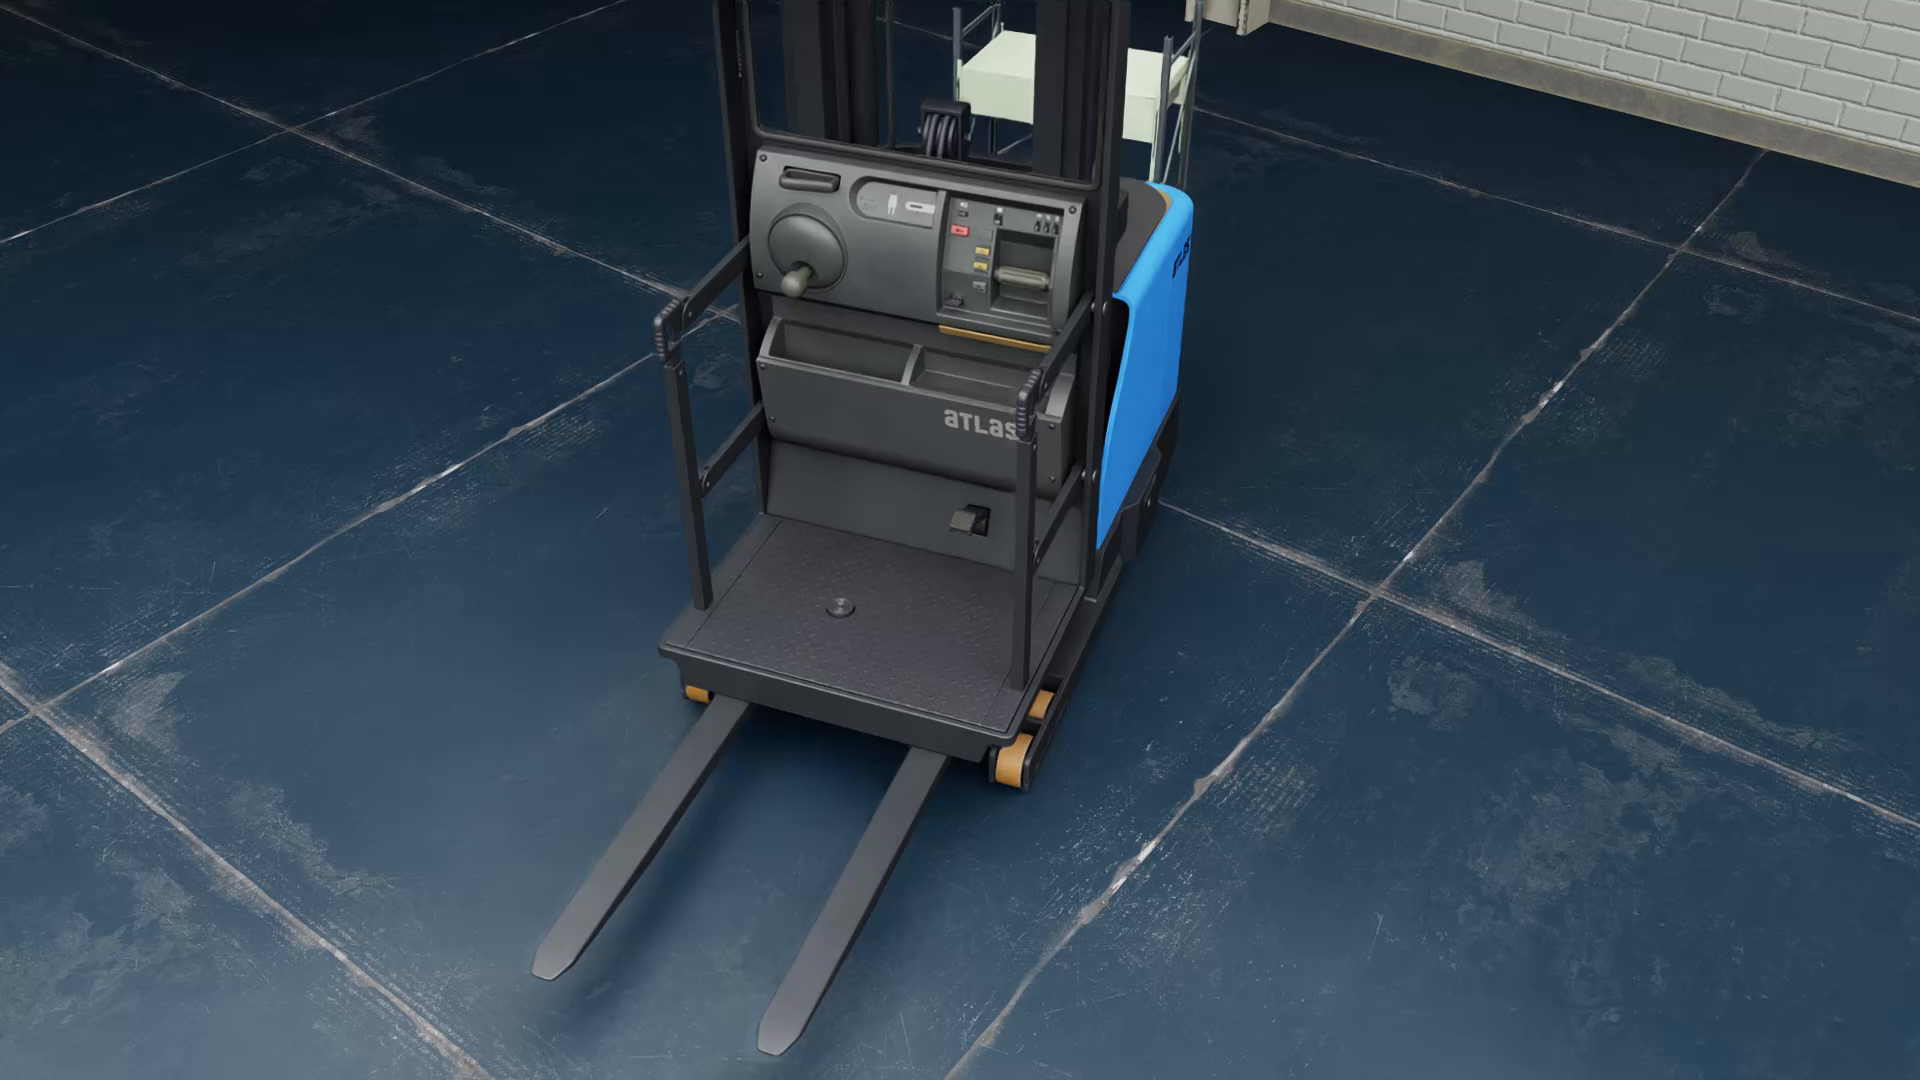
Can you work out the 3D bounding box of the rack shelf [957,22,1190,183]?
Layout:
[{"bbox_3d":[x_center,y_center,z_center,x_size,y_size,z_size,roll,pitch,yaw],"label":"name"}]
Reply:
[{"bbox_3d":[0.401,-1.521,5.833,0.720,0.370,0.431,14,39,17],"label":"rack shelf"}]

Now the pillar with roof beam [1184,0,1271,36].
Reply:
[{"bbox_3d":[-1.075,-4.429,4.108,0.400,9.000,9.100,25,45,29],"label":"pillar with roof beam"}]

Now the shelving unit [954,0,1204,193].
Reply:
[{"bbox_3d":[0.397,-1.208,6.065,0.755,1.500,0.431,14,39,17],"label":"shelving unit"}]

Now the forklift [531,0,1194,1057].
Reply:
[{"bbox_3d":[-0.203,-0.726,4.300,1.130,2.935,3.031,13,40,16],"label":"forklift"}]

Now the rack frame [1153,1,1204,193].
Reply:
[{"bbox_3d":[0.736,-1.122,5.956,0.023,1.500,0.400,14,39,17],"label":"rack frame"}]

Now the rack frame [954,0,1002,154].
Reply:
[{"bbox_3d":[0.058,-1.293,6.174,0.023,1.500,0.400,14,39,17],"label":"rack frame"}]
